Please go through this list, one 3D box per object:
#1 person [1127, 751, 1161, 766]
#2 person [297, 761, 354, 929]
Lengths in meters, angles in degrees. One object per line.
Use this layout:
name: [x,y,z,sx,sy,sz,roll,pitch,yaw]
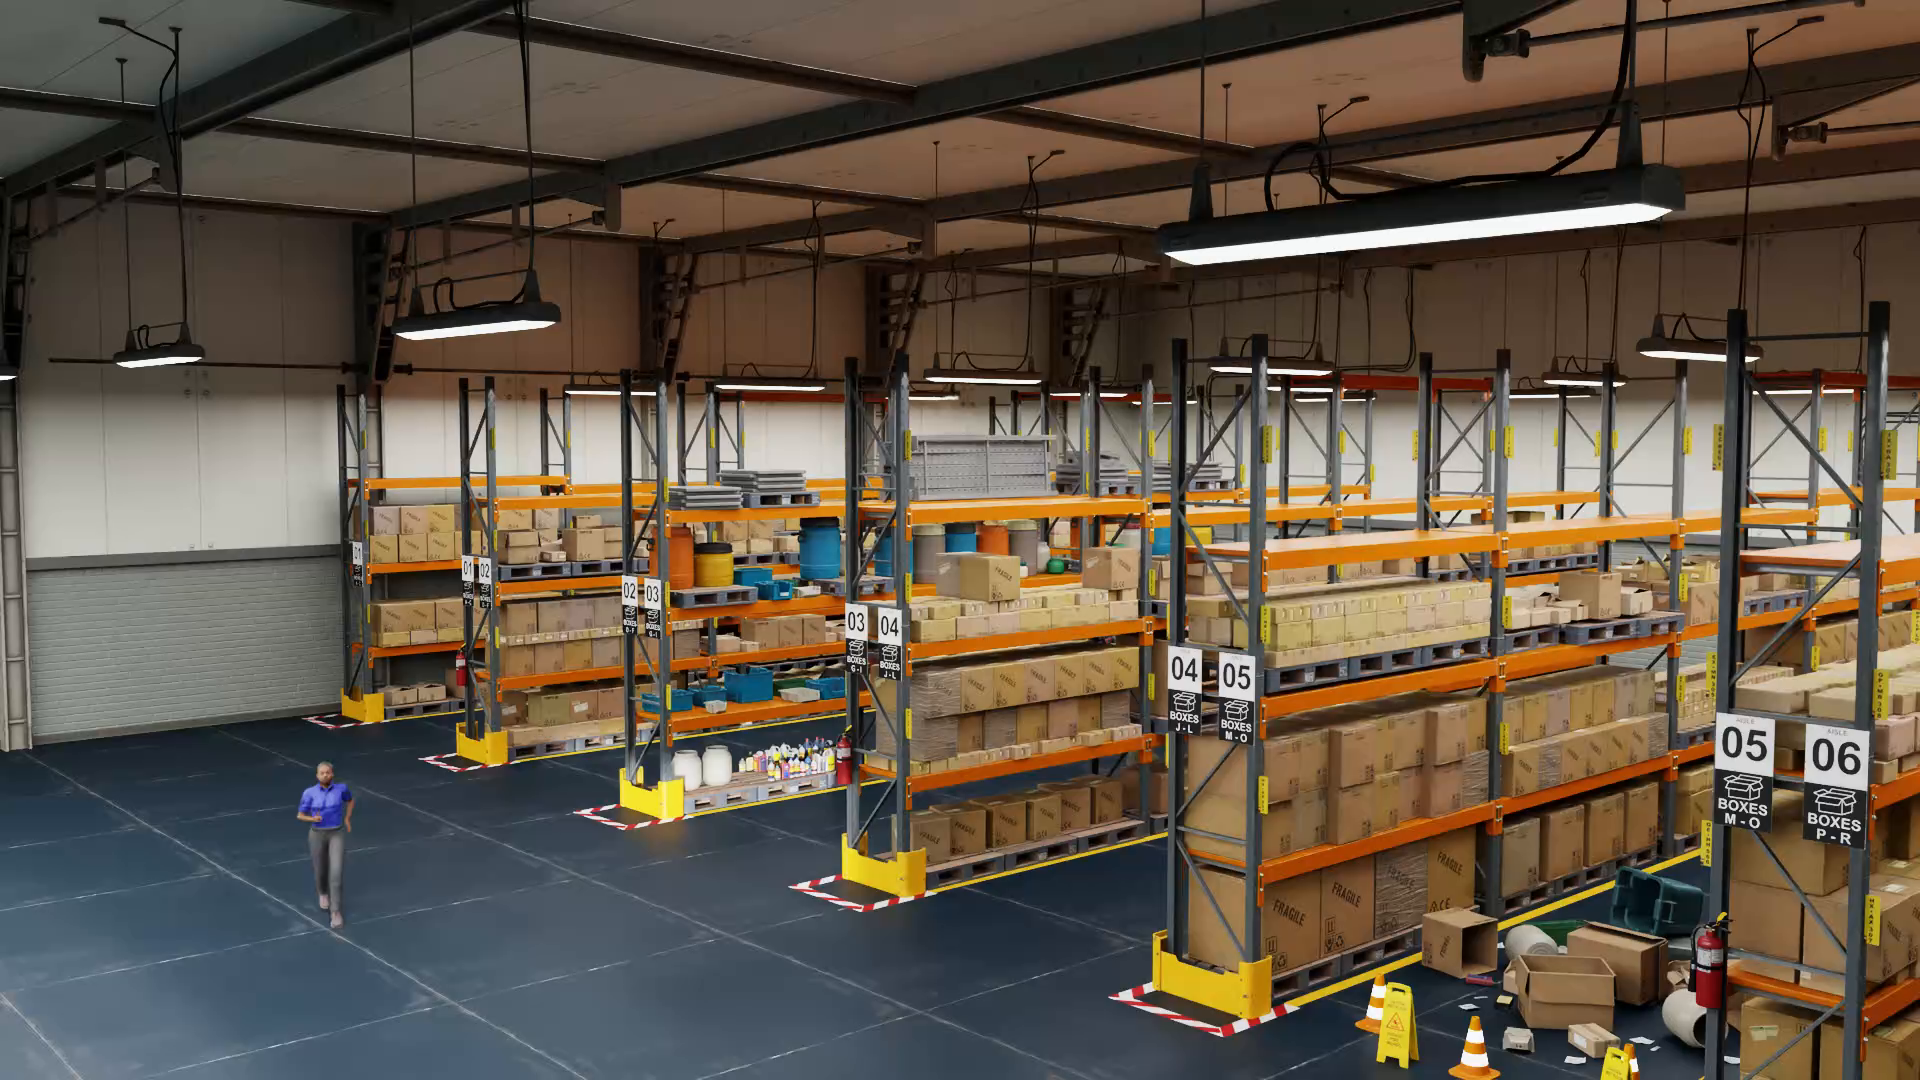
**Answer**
person: [2.658,2.746,24.149,0.836,1.703,0.625,-3,5,-37]
person: [-6.690,3.168,17.538,0.551,1.680,0.883,-1,4,-22]
